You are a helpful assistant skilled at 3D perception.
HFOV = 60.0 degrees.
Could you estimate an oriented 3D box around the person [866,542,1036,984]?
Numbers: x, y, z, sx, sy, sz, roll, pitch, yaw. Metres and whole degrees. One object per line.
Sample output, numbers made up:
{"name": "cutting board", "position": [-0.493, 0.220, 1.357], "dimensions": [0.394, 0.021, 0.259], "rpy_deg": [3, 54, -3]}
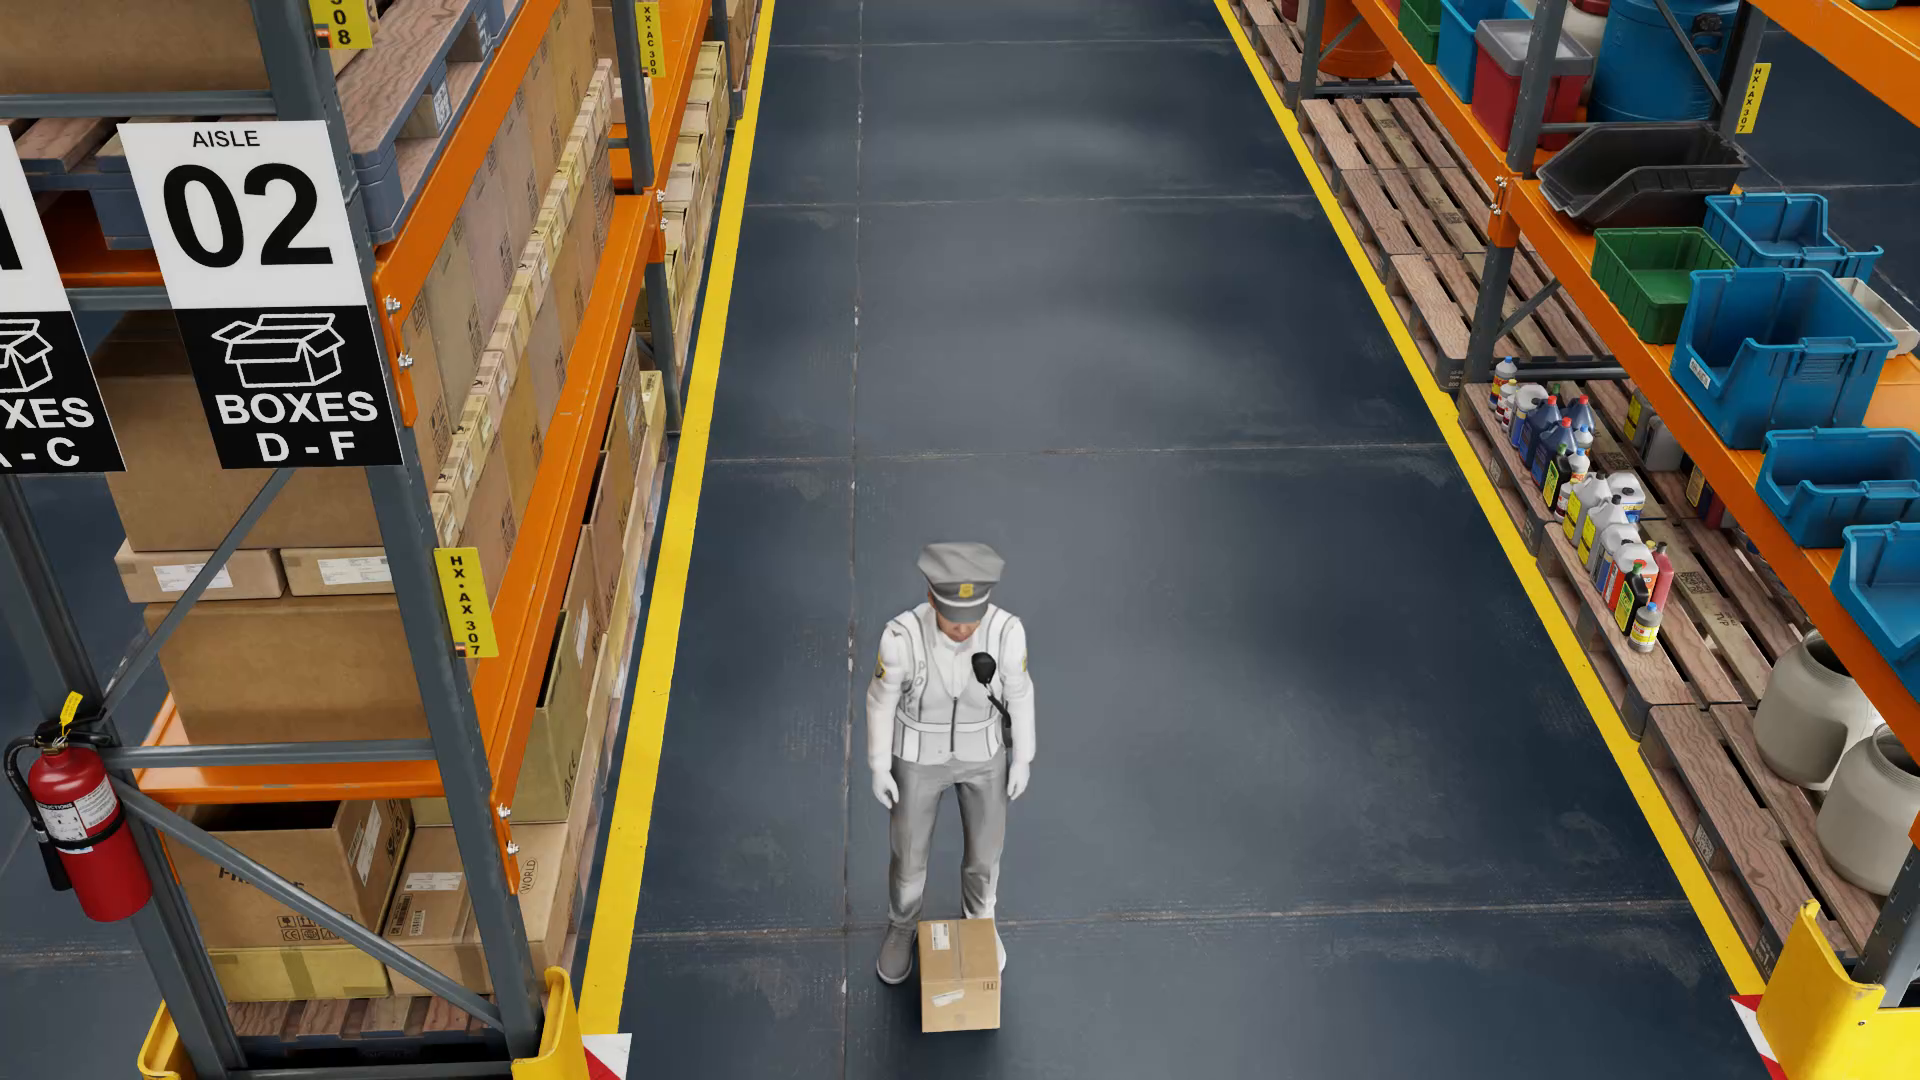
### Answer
{"name": "person", "position": [-0.025, 0.692, 5.172], "dimensions": [0.524, 1.662, 0.373], "rpy_deg": [-3, 36, -4]}
